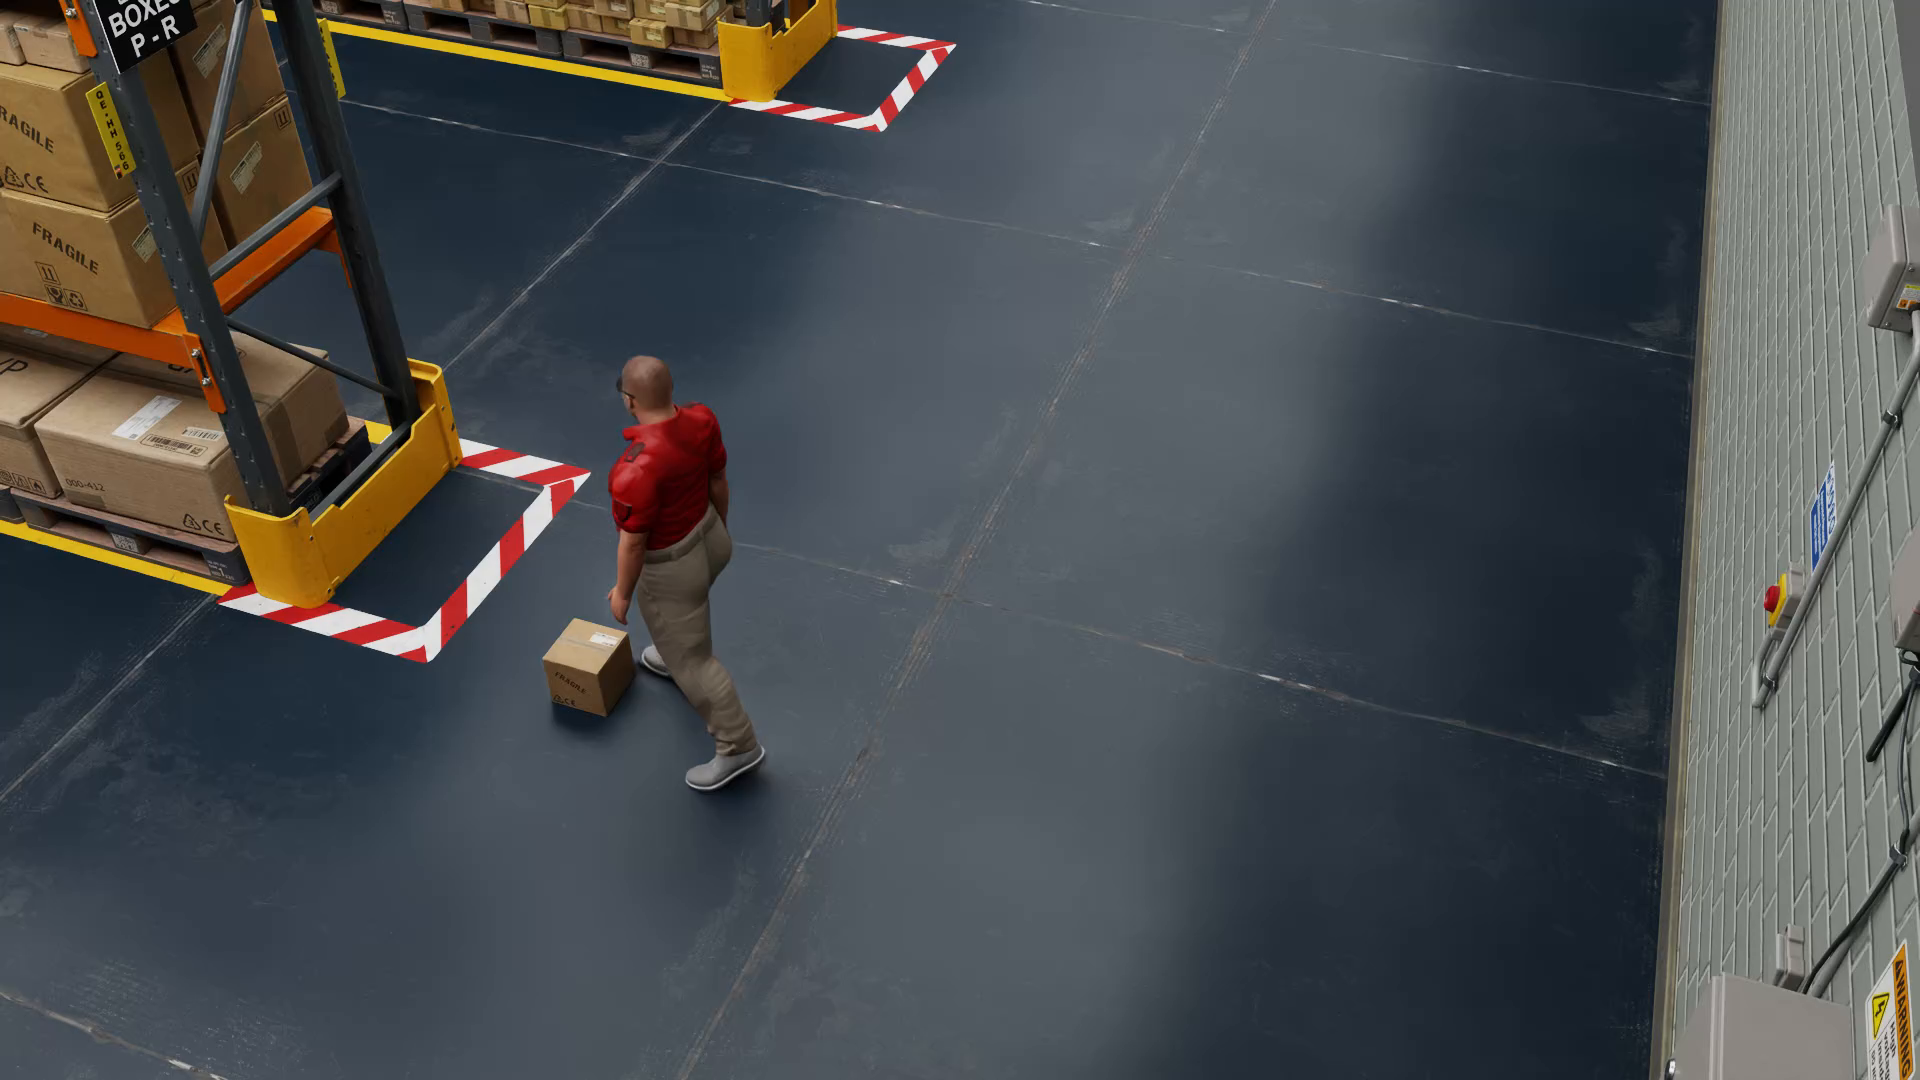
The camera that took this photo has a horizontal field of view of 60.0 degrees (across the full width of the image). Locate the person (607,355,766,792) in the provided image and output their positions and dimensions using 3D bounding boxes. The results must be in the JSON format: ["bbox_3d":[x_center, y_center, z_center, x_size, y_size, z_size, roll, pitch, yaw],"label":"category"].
[{"bbox_3d":[-1.055,0.090,6.088,0.760,1.730,0.615,16,44,18],"label":"person"}]
